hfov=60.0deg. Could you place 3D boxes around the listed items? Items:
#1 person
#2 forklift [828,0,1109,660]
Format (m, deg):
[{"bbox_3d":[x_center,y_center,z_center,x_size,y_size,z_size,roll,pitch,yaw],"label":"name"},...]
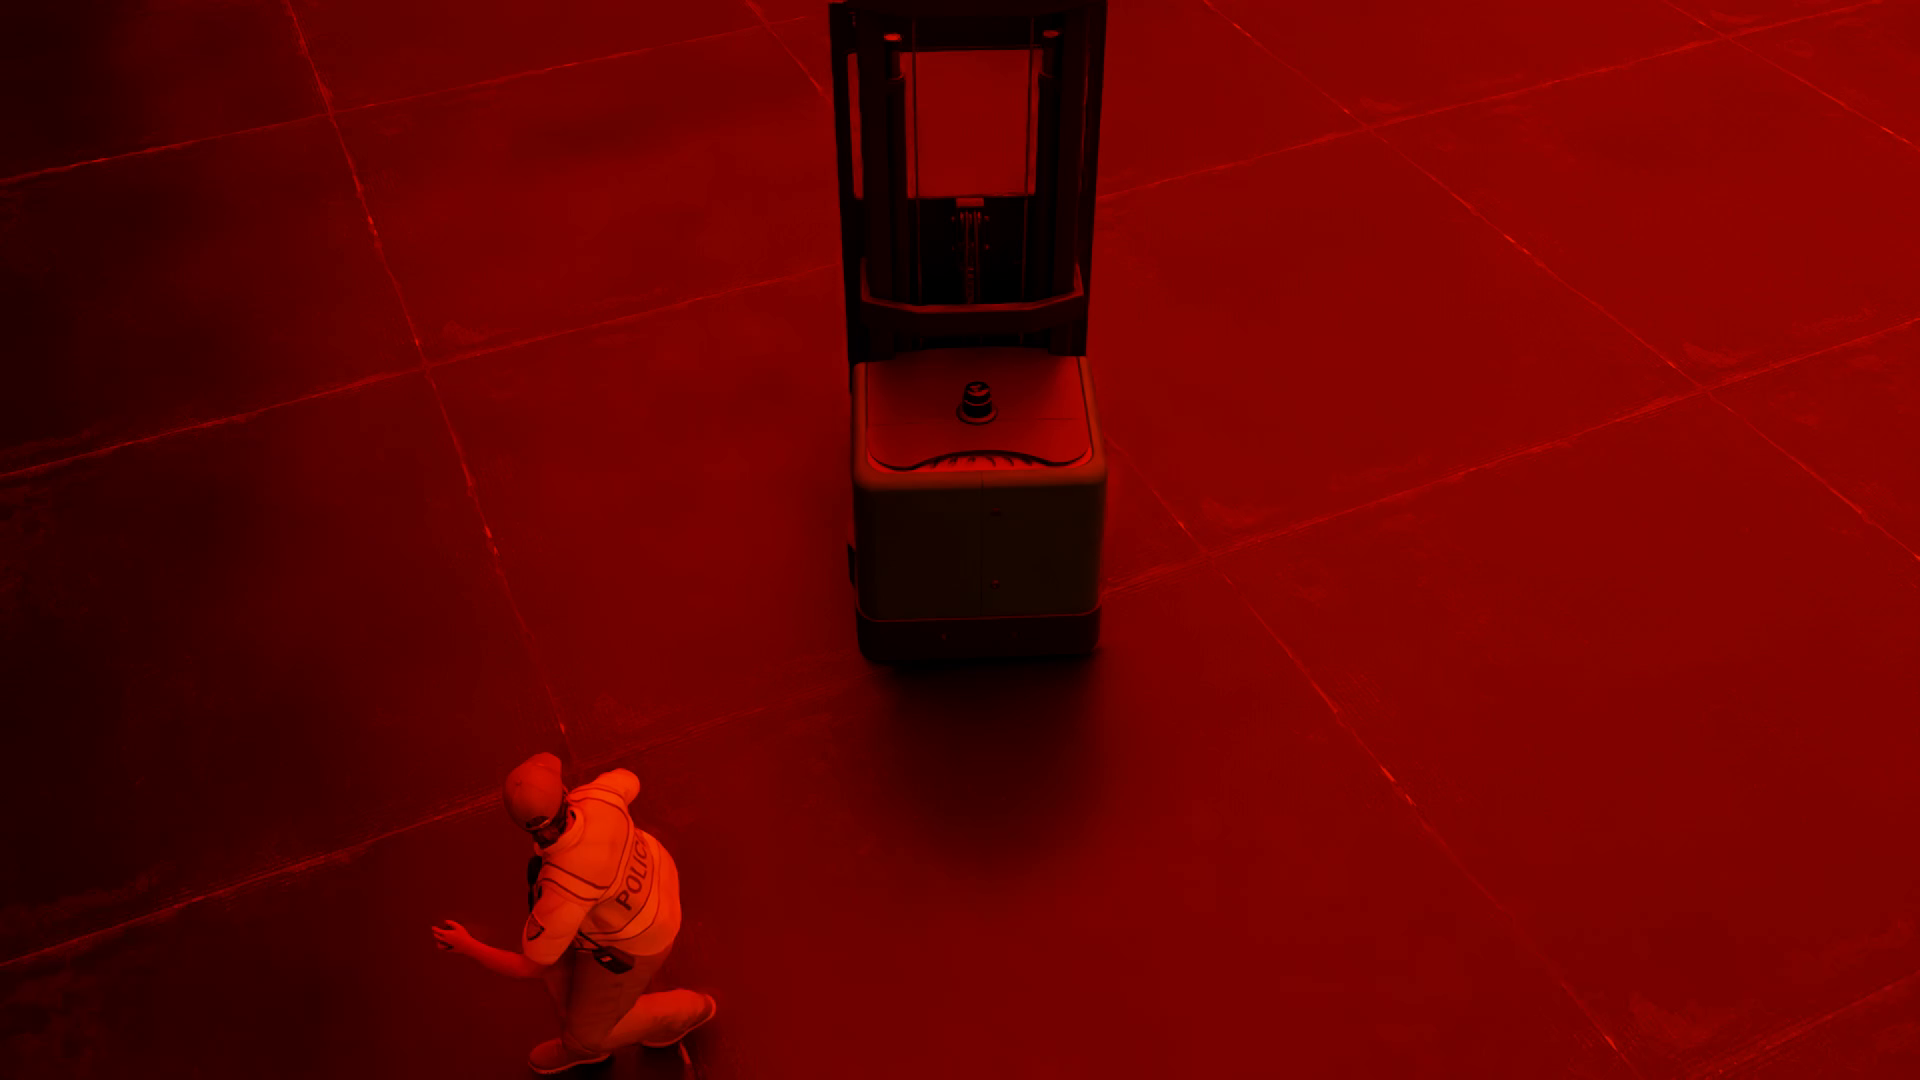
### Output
[{"bbox_3d":[-1.269,1.189,5.442,0.811,1.537,0.817,-6,43,-6],"label":"person"},{"bbox_3d":[0.020,-1.545,7.335,1.130,2.935,3.031,-2,43,-2],"label":"forklift"}]
